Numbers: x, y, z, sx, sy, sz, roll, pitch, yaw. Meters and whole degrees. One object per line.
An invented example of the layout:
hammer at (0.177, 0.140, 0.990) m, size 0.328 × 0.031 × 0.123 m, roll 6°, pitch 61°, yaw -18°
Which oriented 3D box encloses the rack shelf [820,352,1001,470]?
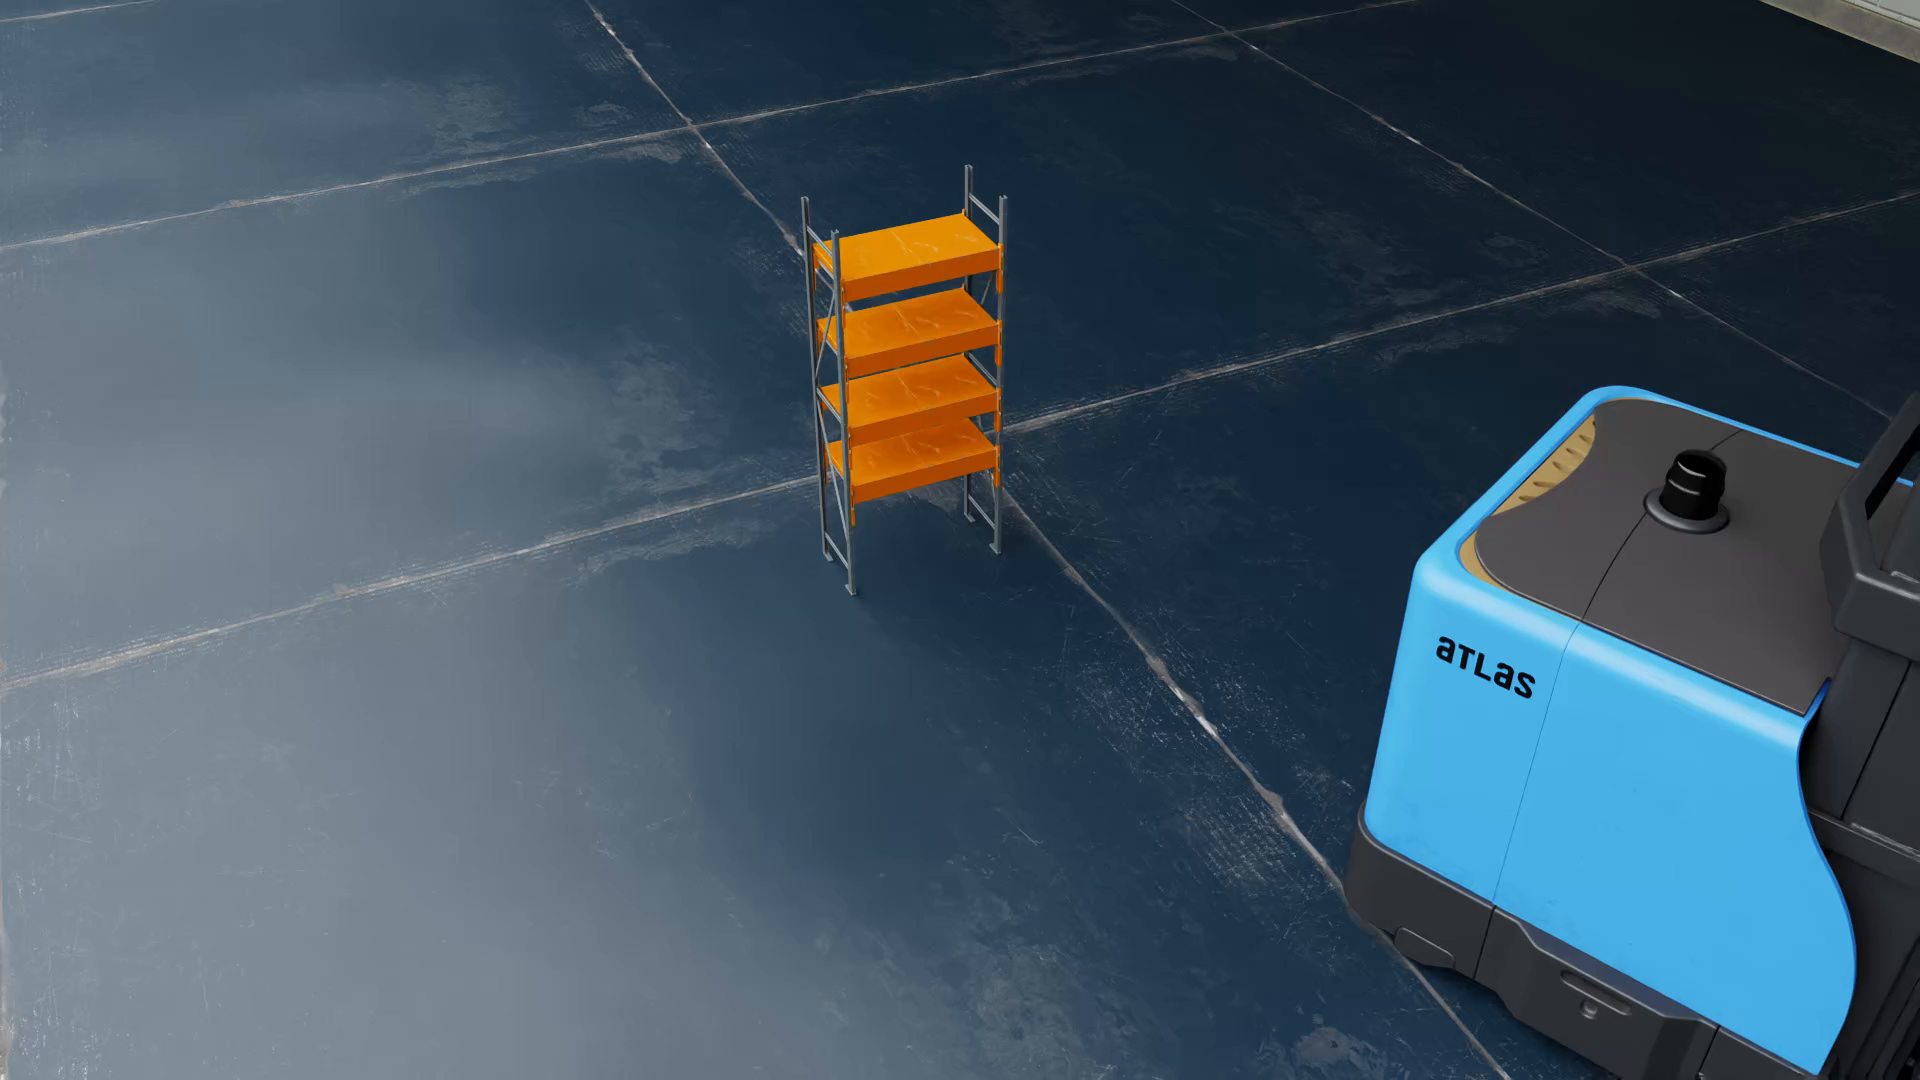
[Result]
rack shelf at (-0.150, -0.386, 4.876) m, size 0.480 × 0.148 × 0.258 m, roll -16°, pitch 39°, yaw -20°

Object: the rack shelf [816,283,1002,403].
rack shelf at (-0.150, -0.566, 4.743) m, size 0.480 × 0.148 × 0.258 m, roll -16°, pitch 39°, yaw -20°

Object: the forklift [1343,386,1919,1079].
forklift at (2.374, 0.076, 2.687) m, size 3.031 × 2.935 × 1.130 m, roll 27°, pitch 44°, yaw 31°

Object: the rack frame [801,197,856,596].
rack frame at (-0.371, -0.378, 4.753) m, size 0.015 × 1.200 × 0.240 m, roll -16°, pitch 39°, yaw -20°

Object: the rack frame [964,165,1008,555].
rack frame at (0.071, -0.502, 4.919) m, size 0.015 × 1.200 × 0.240 m, roll -16°, pitch 39°, yaw -20°

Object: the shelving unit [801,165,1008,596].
shelving unit at (-0.150, -0.440, 4.836) m, size 0.503 × 1.200 × 0.258 m, roll -16°, pitch 39°, yaw -20°

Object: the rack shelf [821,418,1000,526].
rack shelf at (-0.150, -0.226, 4.994) m, size 0.480 × 0.148 × 0.258 m, roll -16°, pitch 39°, yaw -20°

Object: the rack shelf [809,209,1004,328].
rack shelf at (-0.150, -0.756, 4.602) m, size 0.480 × 0.148 × 0.258 m, roll -16°, pitch 39°, yaw -20°
